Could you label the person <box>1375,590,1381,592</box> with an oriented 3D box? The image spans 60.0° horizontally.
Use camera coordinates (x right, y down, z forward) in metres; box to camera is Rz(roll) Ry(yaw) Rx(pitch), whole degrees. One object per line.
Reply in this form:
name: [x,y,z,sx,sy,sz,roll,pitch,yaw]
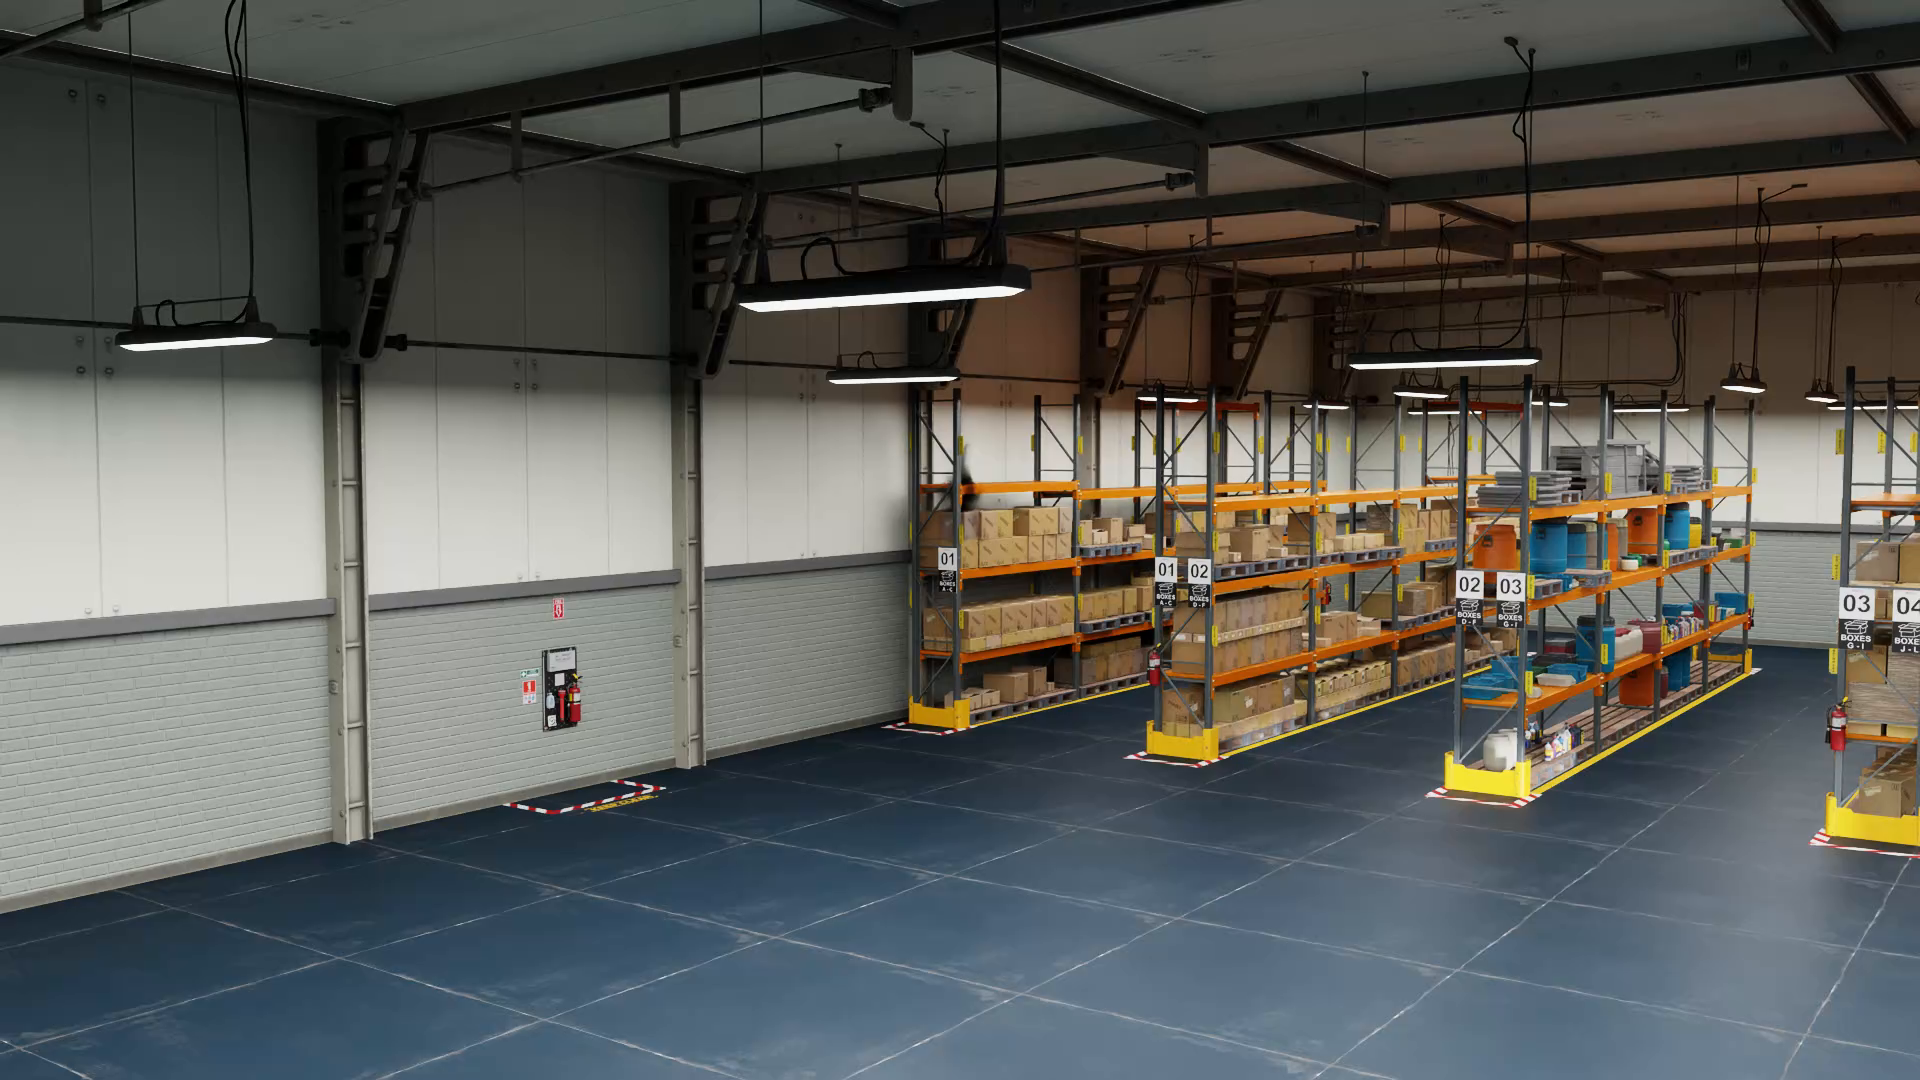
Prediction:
person: [9.833,1.965,38.949,0.512,1.616,0.914,2,4,31]
